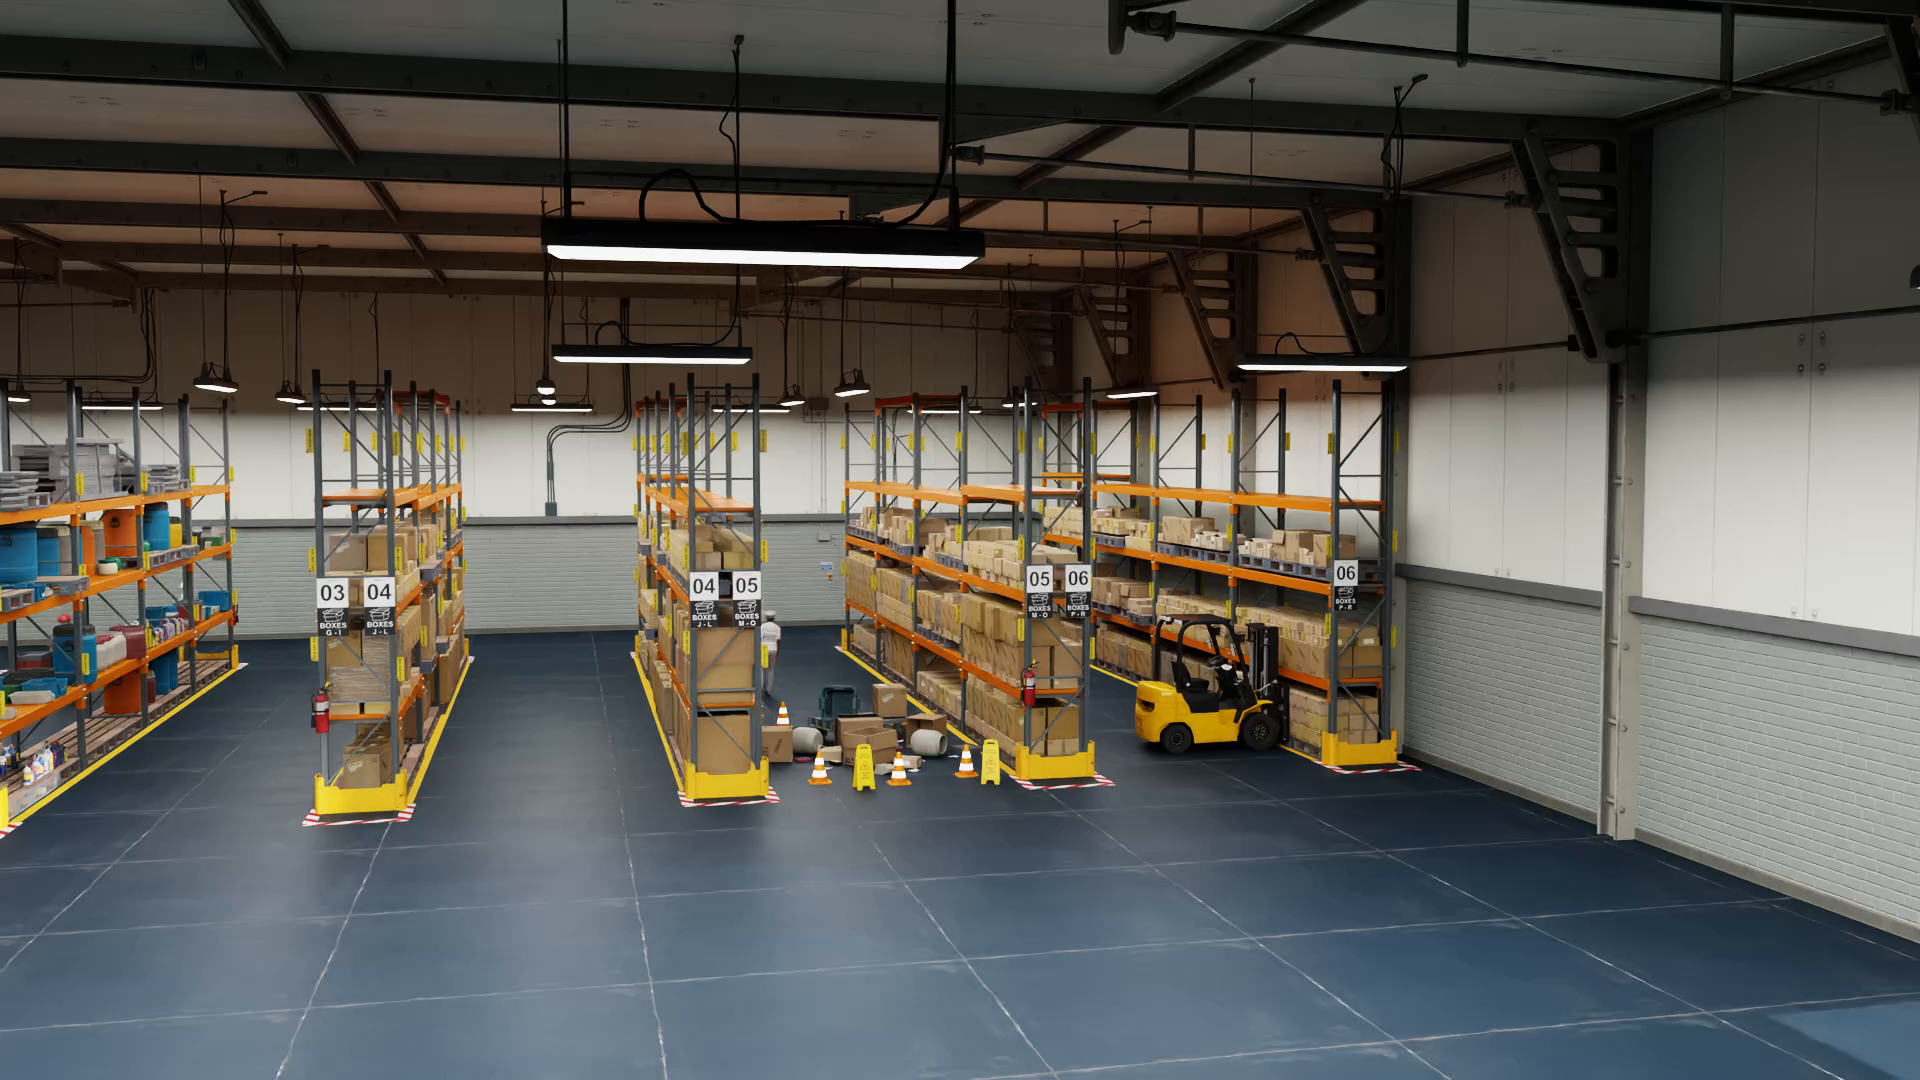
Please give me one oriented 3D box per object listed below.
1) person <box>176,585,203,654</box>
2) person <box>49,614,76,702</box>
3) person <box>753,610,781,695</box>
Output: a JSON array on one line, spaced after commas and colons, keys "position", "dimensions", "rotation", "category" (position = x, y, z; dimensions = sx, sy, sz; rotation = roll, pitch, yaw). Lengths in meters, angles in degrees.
[{"position": [-18.168, 1.857, 39.001], "dimensions": [0.785, 1.771, 0.515], "rotation": [-1, 3, -13], "category": "person"}, {"position": [-17.048, 2.277, 31.657], "dimensions": [0.688, 1.725, 1.034], "rotation": [-1, 3, -13], "category": "person"}, {"position": [-3.859, 2.239, 33.142], "dimensions": [0.580, 1.674, 0.395], "rotation": [0, 3, -8], "category": "person"}]
